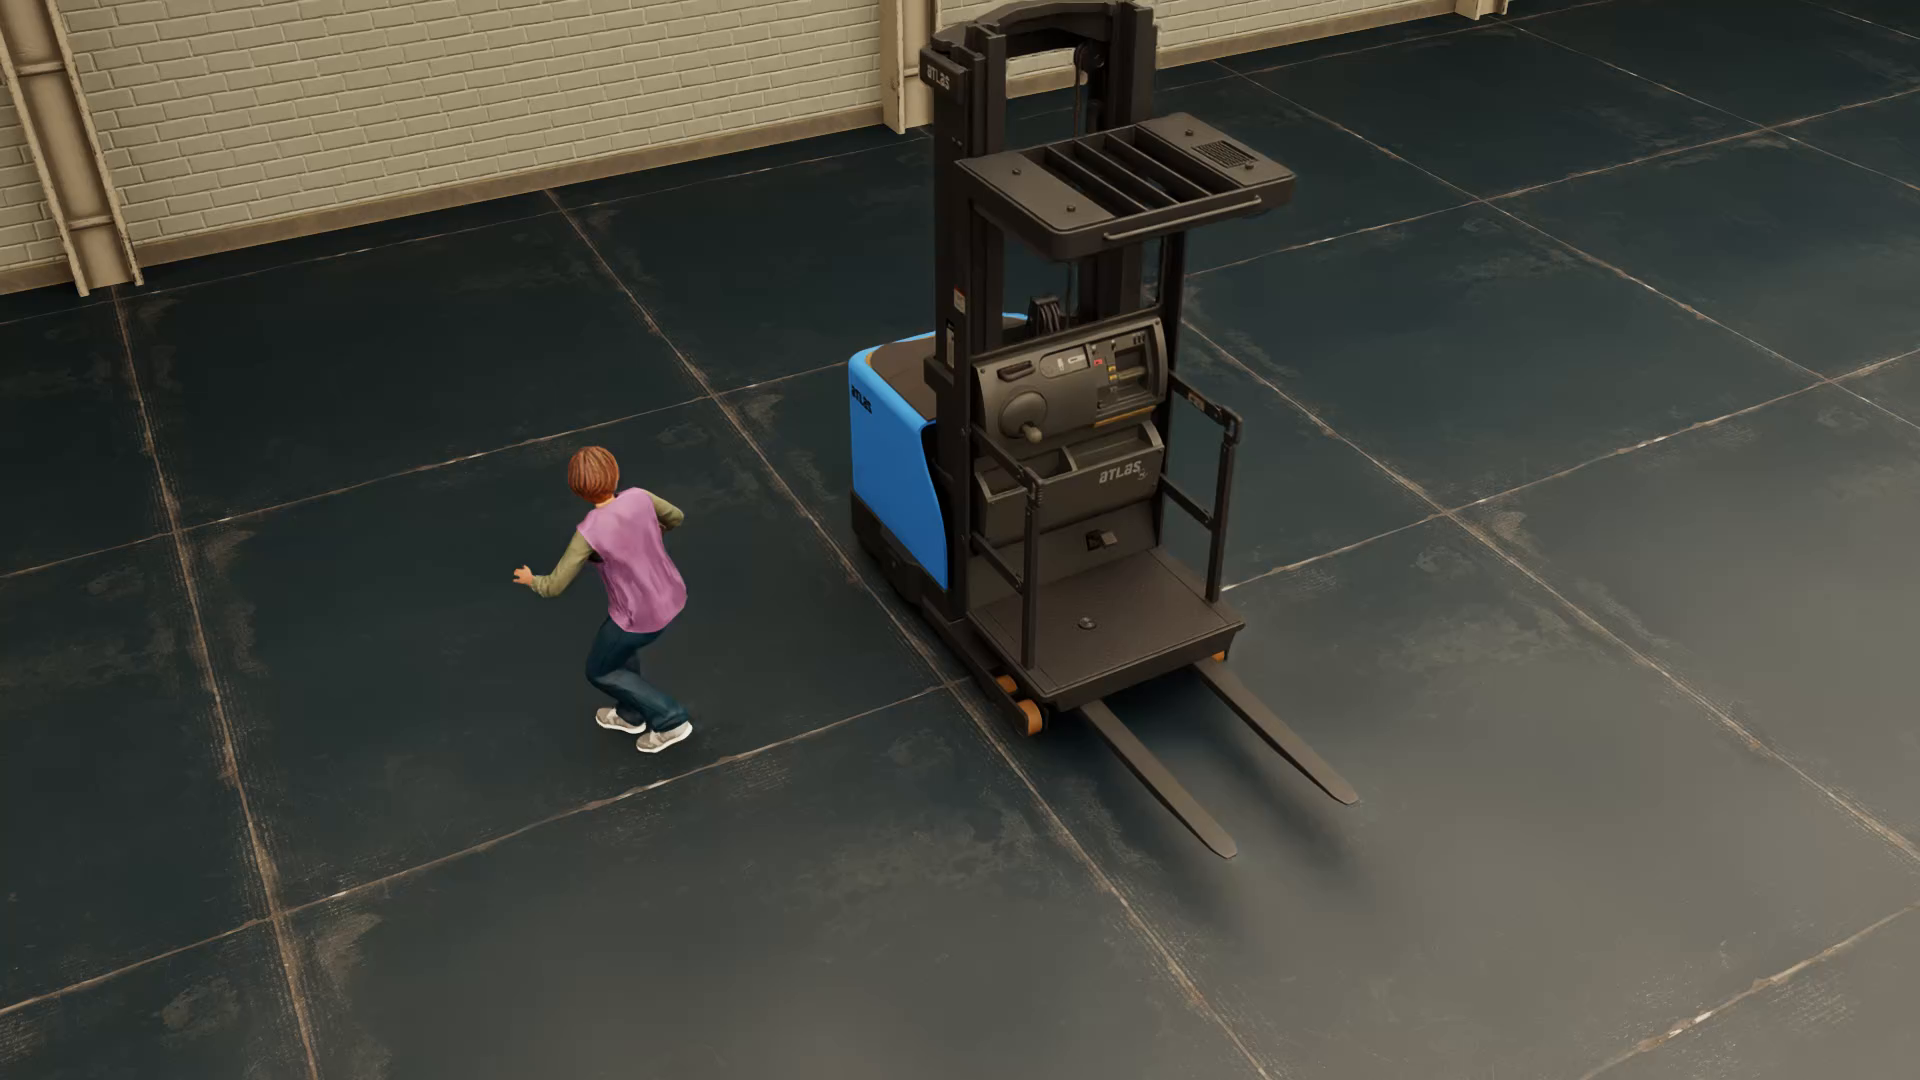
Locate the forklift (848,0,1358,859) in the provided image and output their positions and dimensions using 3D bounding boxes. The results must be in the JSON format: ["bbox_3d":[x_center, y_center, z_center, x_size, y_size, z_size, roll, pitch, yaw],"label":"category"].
[{"bbox_3d":[0.596,-0.624,7.005,1.130,2.935,3.031,-18,39,-23],"label":"forklift"}]

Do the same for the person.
[{"bbox_3d":[-1.475,0.228,7.057,0.706,1.490,0.711,15,38,20],"label":"person"}]
